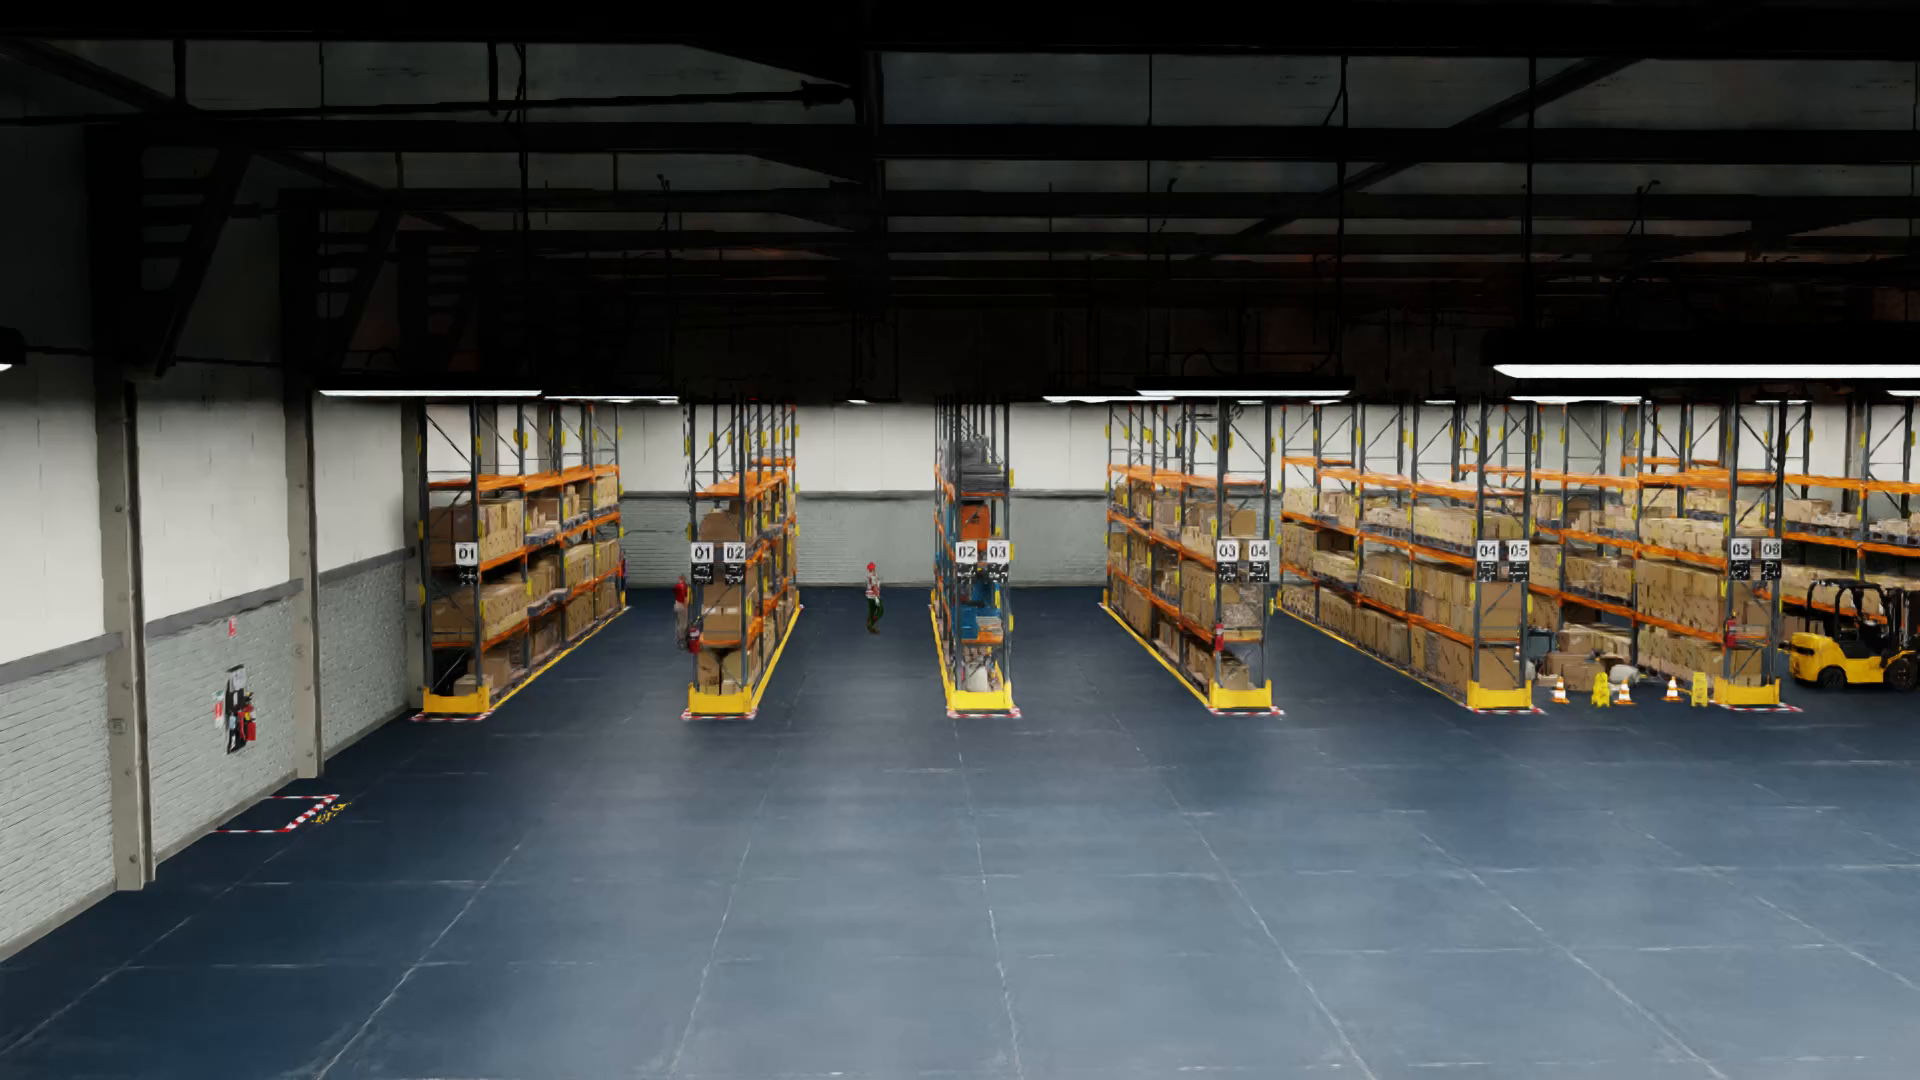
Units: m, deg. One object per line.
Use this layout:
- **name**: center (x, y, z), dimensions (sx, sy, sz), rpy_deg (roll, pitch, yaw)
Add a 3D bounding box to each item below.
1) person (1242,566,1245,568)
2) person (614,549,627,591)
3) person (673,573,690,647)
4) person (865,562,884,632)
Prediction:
- **person**: center (7.529, 1.211, 45.714), dimensions (0.734, 1.697, 0.856), rpy_deg (0, 5, 3)
- **person**: center (-9.991, 1.040, 48.532), dimensions (0.573, 1.587, 0.462), rpy_deg (-5, 6, -44)
- **person**: center (-6.607, 1.661, 39.791), dimensions (0.450, 1.737, 0.595), rpy_deg (-3, 5, -33)
- **person**: center (-2.202, 1.453, 42.156), dimensions (0.413, 1.786, 0.598), rpy_deg (-3, 5, -29)
